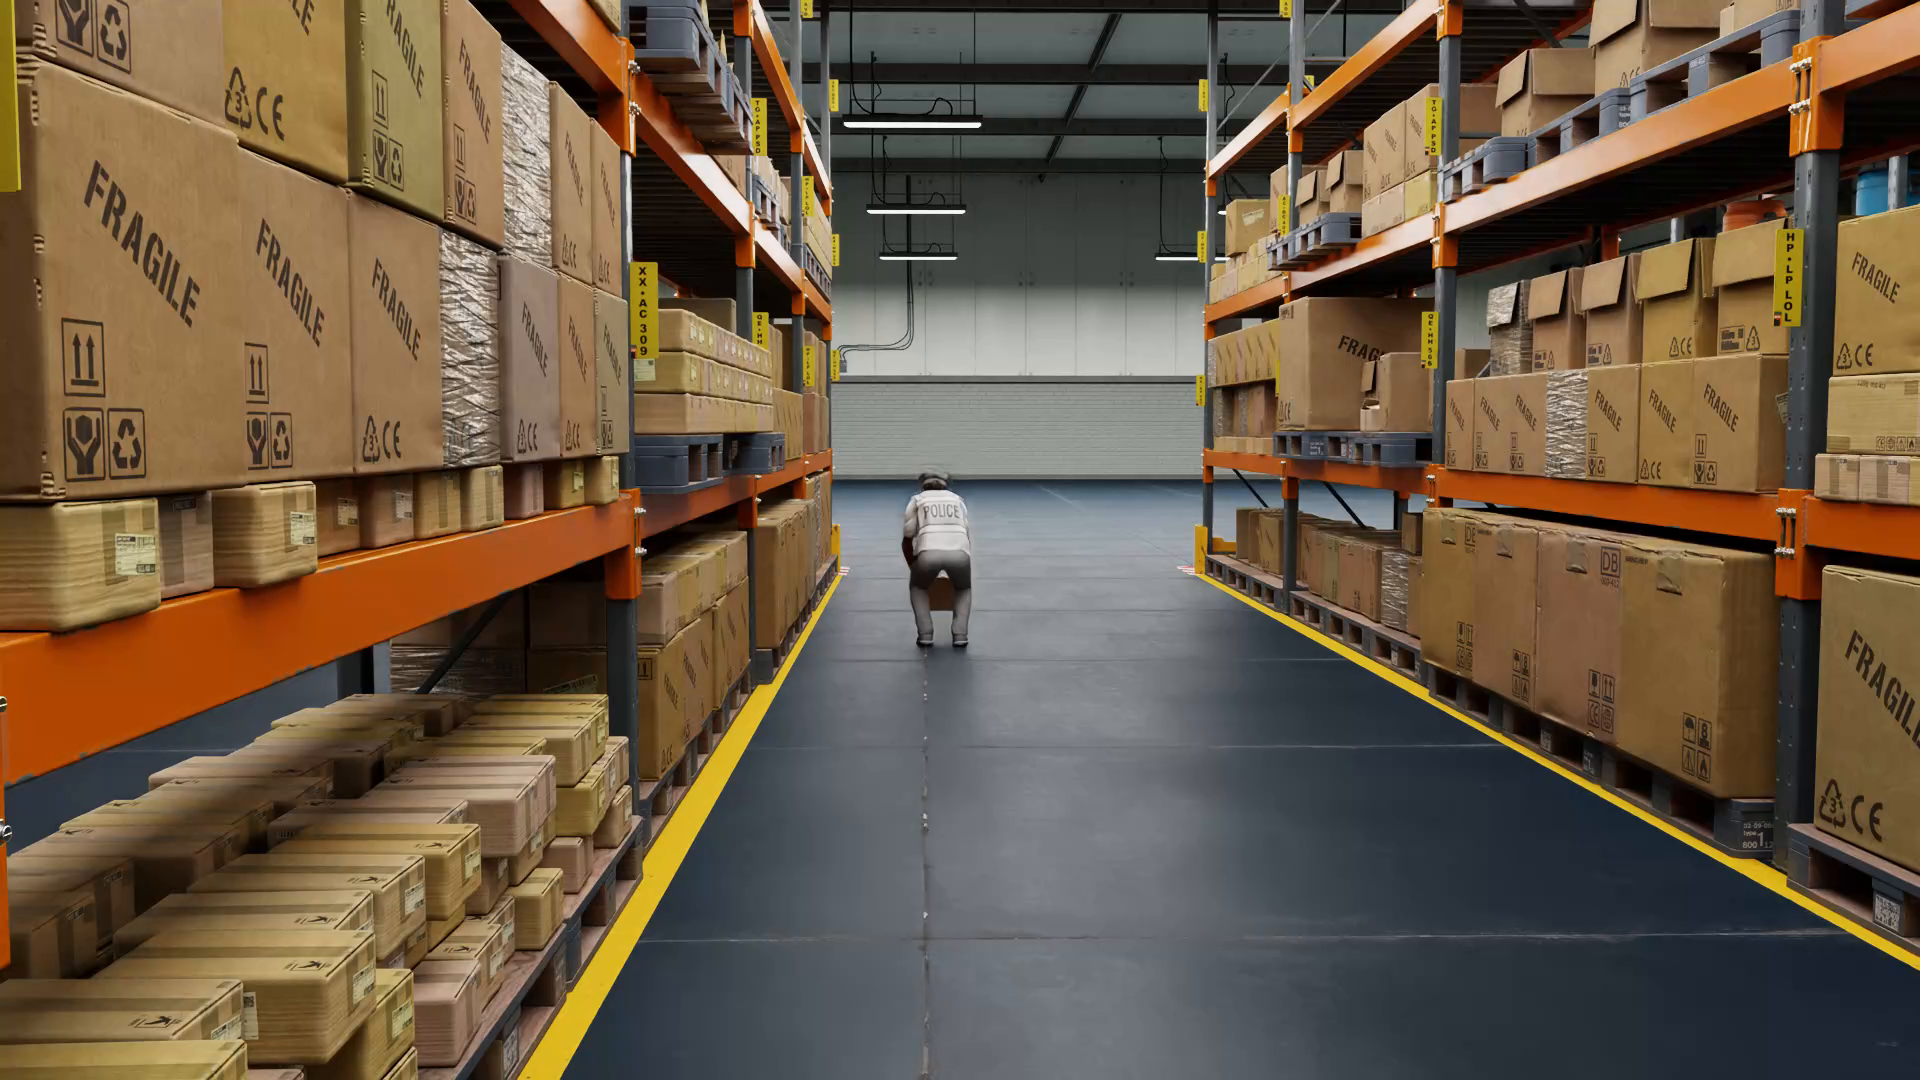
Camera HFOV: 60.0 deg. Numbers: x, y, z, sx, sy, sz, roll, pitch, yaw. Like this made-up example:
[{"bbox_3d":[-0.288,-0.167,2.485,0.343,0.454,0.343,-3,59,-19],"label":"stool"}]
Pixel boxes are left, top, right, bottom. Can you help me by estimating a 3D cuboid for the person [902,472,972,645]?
[{"bbox_3d":[-0.166,0.133,11.861,0.502,1.222,0.787,0,4,-1],"label":"person"}]
